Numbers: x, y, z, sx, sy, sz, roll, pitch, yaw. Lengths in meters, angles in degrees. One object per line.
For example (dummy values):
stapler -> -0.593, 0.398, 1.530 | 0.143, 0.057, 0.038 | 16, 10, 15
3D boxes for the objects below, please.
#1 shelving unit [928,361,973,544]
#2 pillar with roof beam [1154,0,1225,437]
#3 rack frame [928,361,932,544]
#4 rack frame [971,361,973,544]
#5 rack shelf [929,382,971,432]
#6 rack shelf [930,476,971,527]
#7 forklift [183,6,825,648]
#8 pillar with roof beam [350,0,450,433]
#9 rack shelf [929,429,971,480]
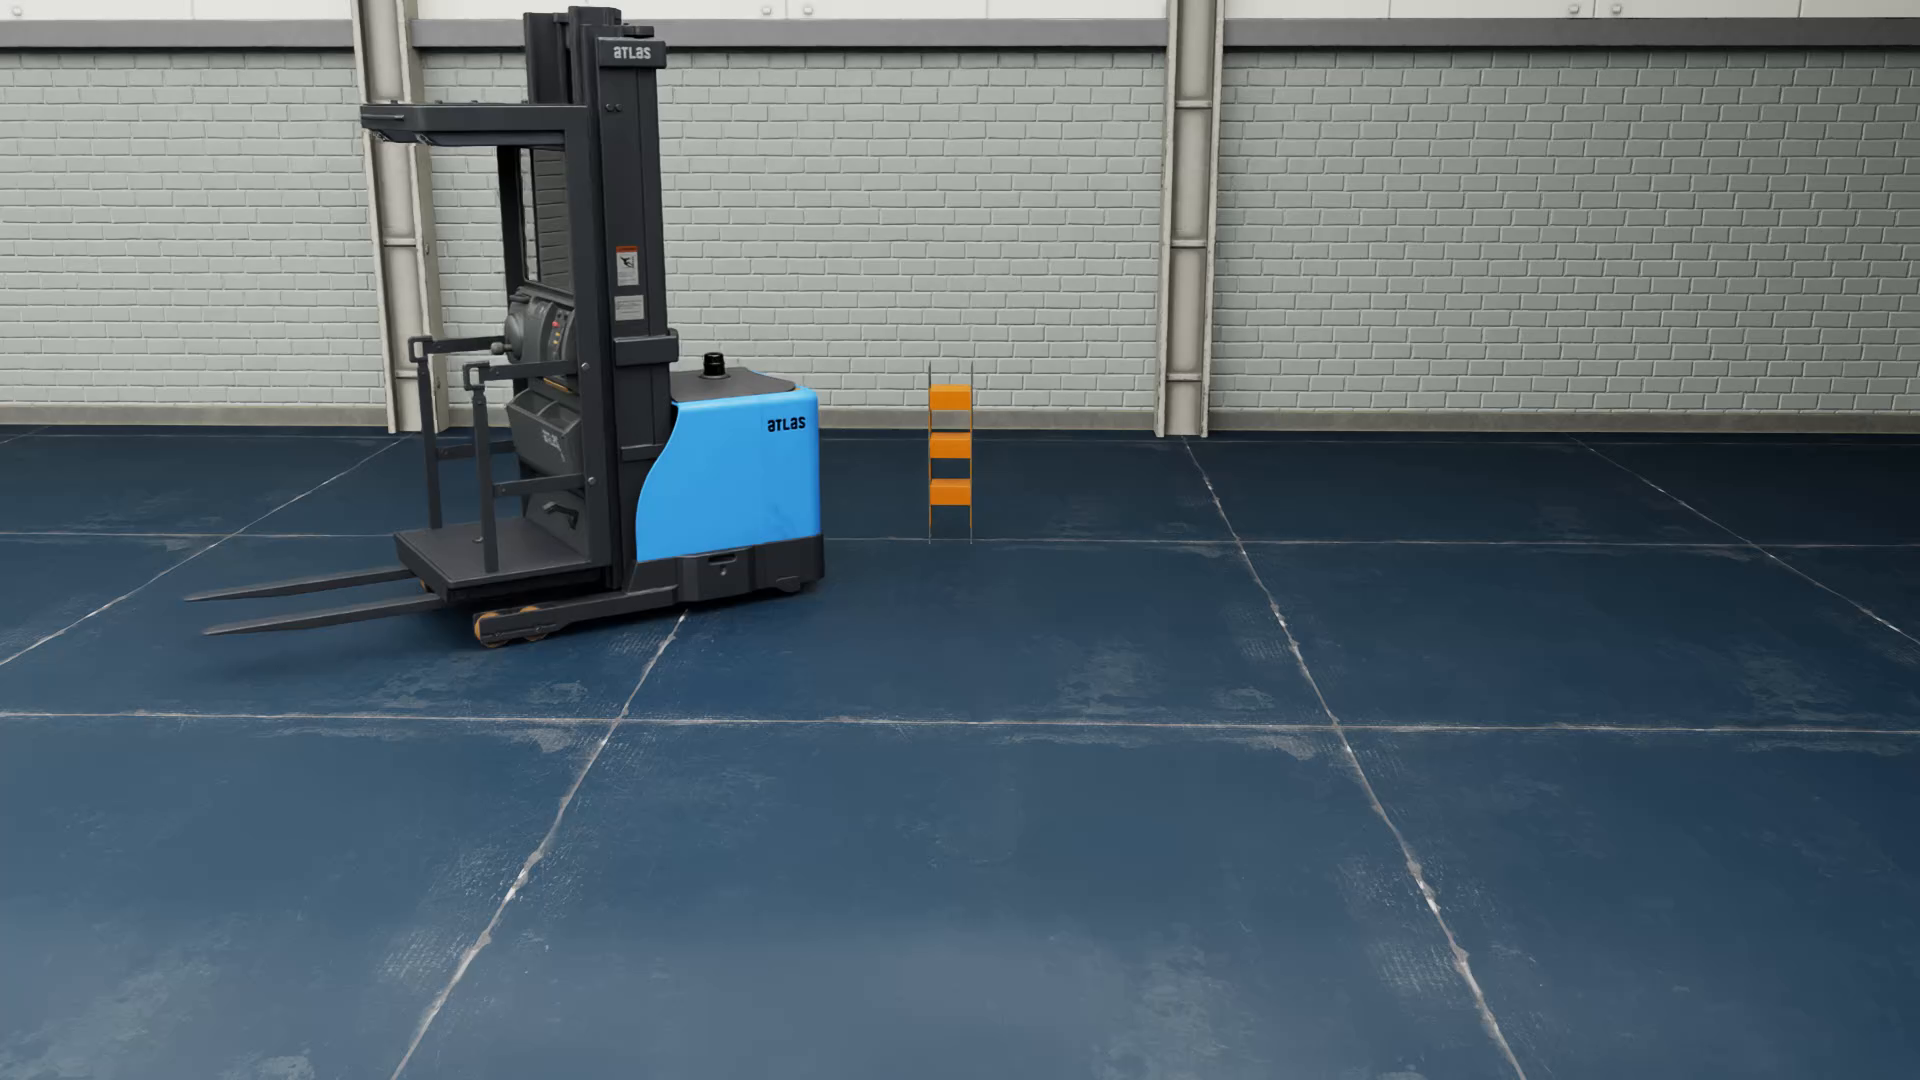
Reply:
shelving unit -> -0.053, -0.508, 9.707 | 0.252, 1.050, 0.215 | 0, 15, 1
pillar with roof beam -> 1.615, -4.090, 7.701 | 0.400, 9.000, 9.100 | 0, 15, 1
rack frame -> -0.175, -0.509, 9.710 | 0.008, 1.050, 0.200 | 0, 15, 1
rack frame -> 0.068, -0.507, 9.704 | 0.008, 1.050, 0.200 | 0, 15, 1
rack shelf -> -0.053, -0.772, 9.638 | 0.240, 0.259, 0.215 | 0, 15, 1
rack shelf -> -0.053, -0.229, 9.781 | 0.240, 0.259, 0.215 | 0, 15, 1
forklift -> -2.244, -1.059, 8.108 | 3.031, 2.935, 1.130 | -9, 17, -31
pillar with roof beam -> -4.383, -4.129, 7.849 | 0.400, 9.000, 9.100 | 0, 15, 1
rack shelf -> -0.053, -0.498, 9.710 | 0.240, 0.259, 0.215 | 0, 15, 1
